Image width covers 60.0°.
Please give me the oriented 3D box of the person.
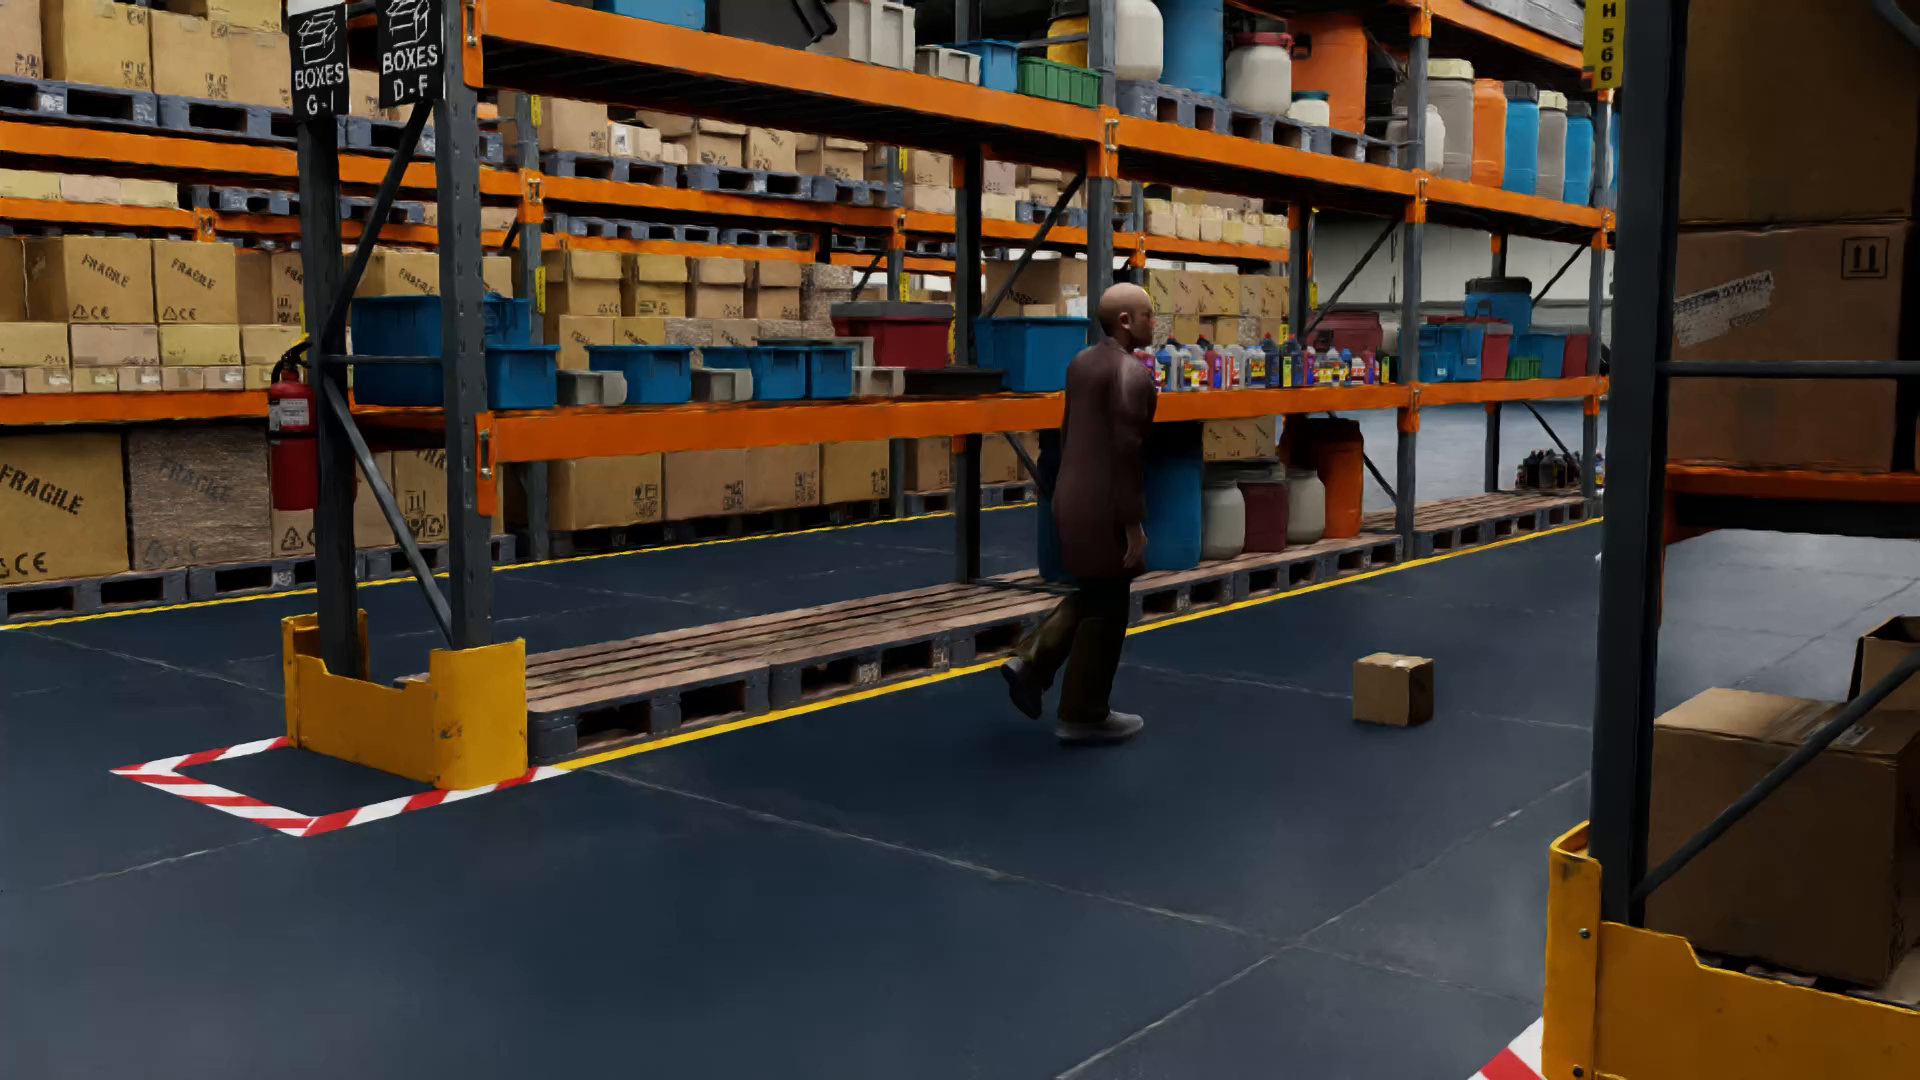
[{"bbox_3d":[0.472,-0.099,6.423,0.576,1.769,0.648,-2,7,-17],"label":"person"}]
